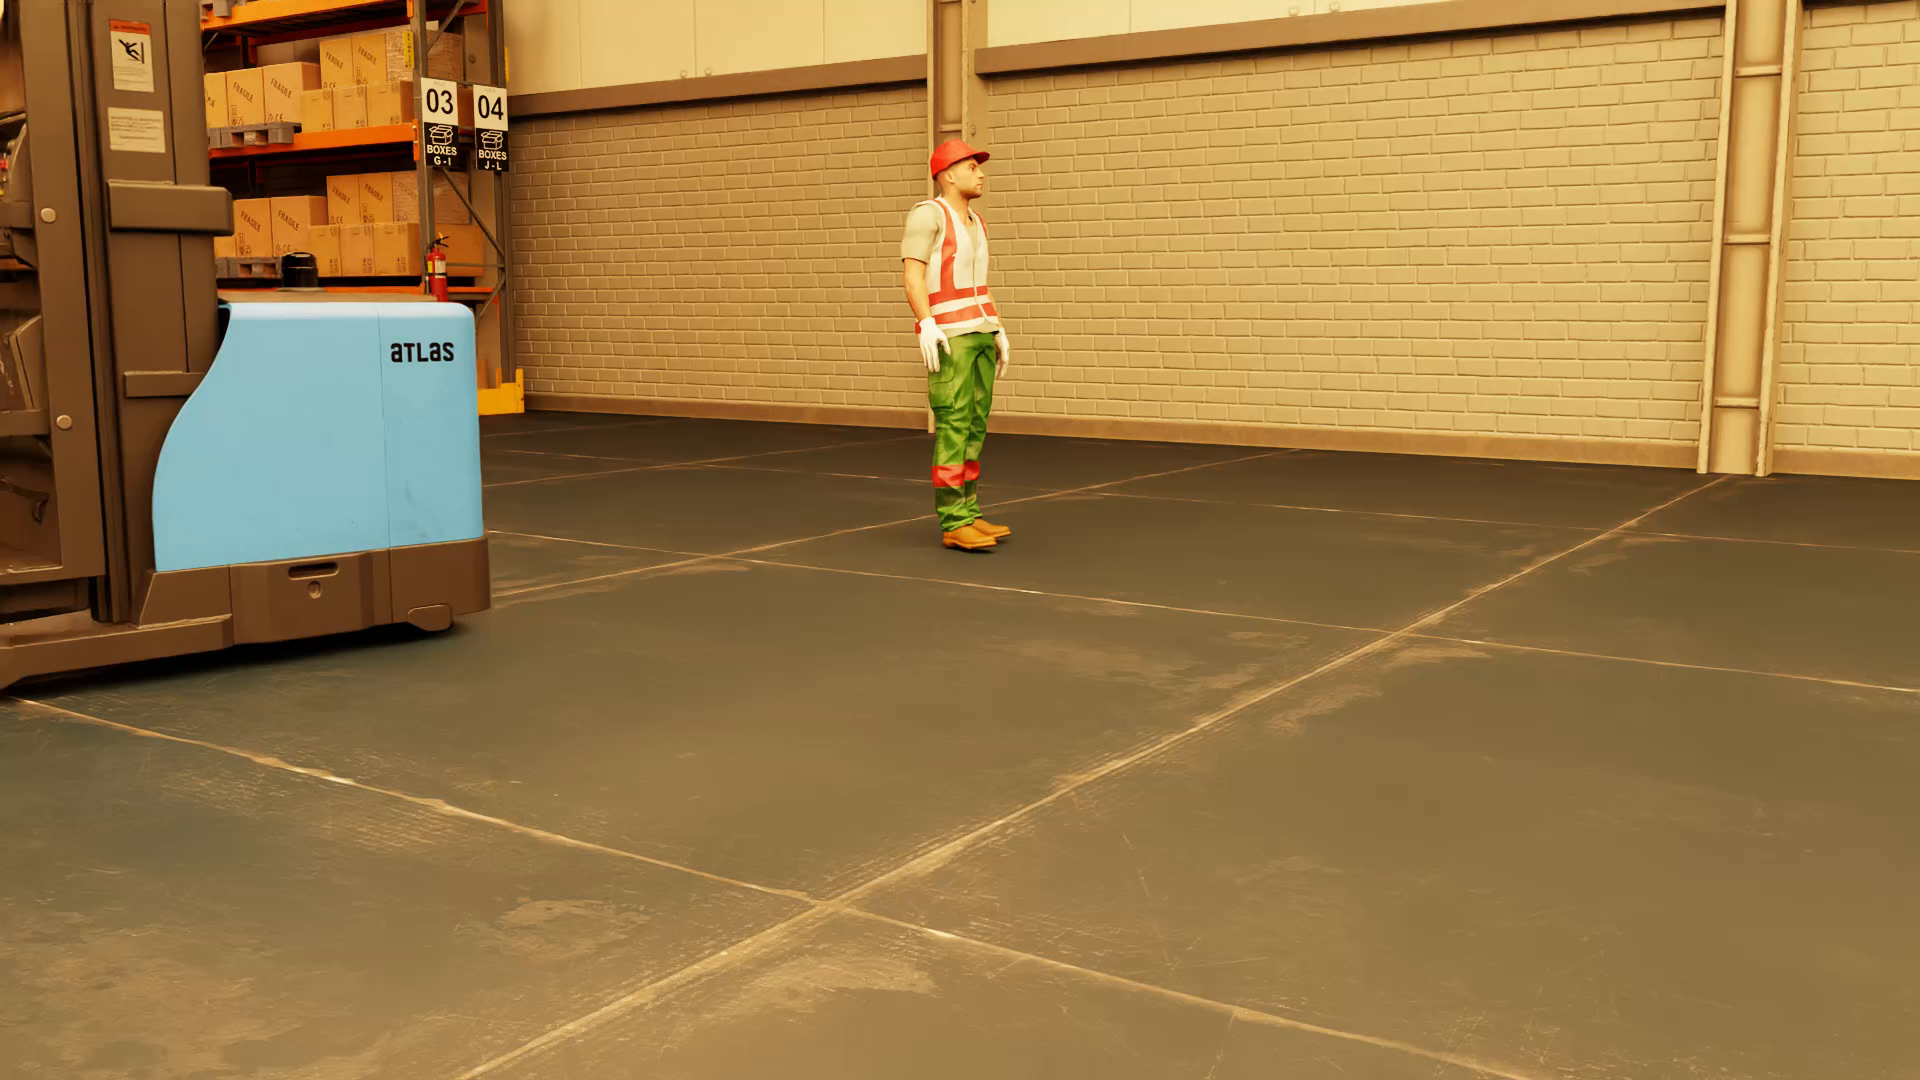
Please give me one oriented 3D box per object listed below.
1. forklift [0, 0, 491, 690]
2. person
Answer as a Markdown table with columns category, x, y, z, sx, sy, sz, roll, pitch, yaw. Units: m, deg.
| category | x | y | z | sx | sy | sz | roll | pitch | yaw |
| --- | --- | --- | --- | --- | --- | --- | --- | --- | --- |
| forklift | -2.970 | -1.059 | 4.639 | 3.031 | 2.935 | 1.130 | -8 | 11 | -43 |
| person | 0.059 | -0.885 | 7.422 | 0.564 | 1.787 | 0.637 | 5 | 10 | 34 |
